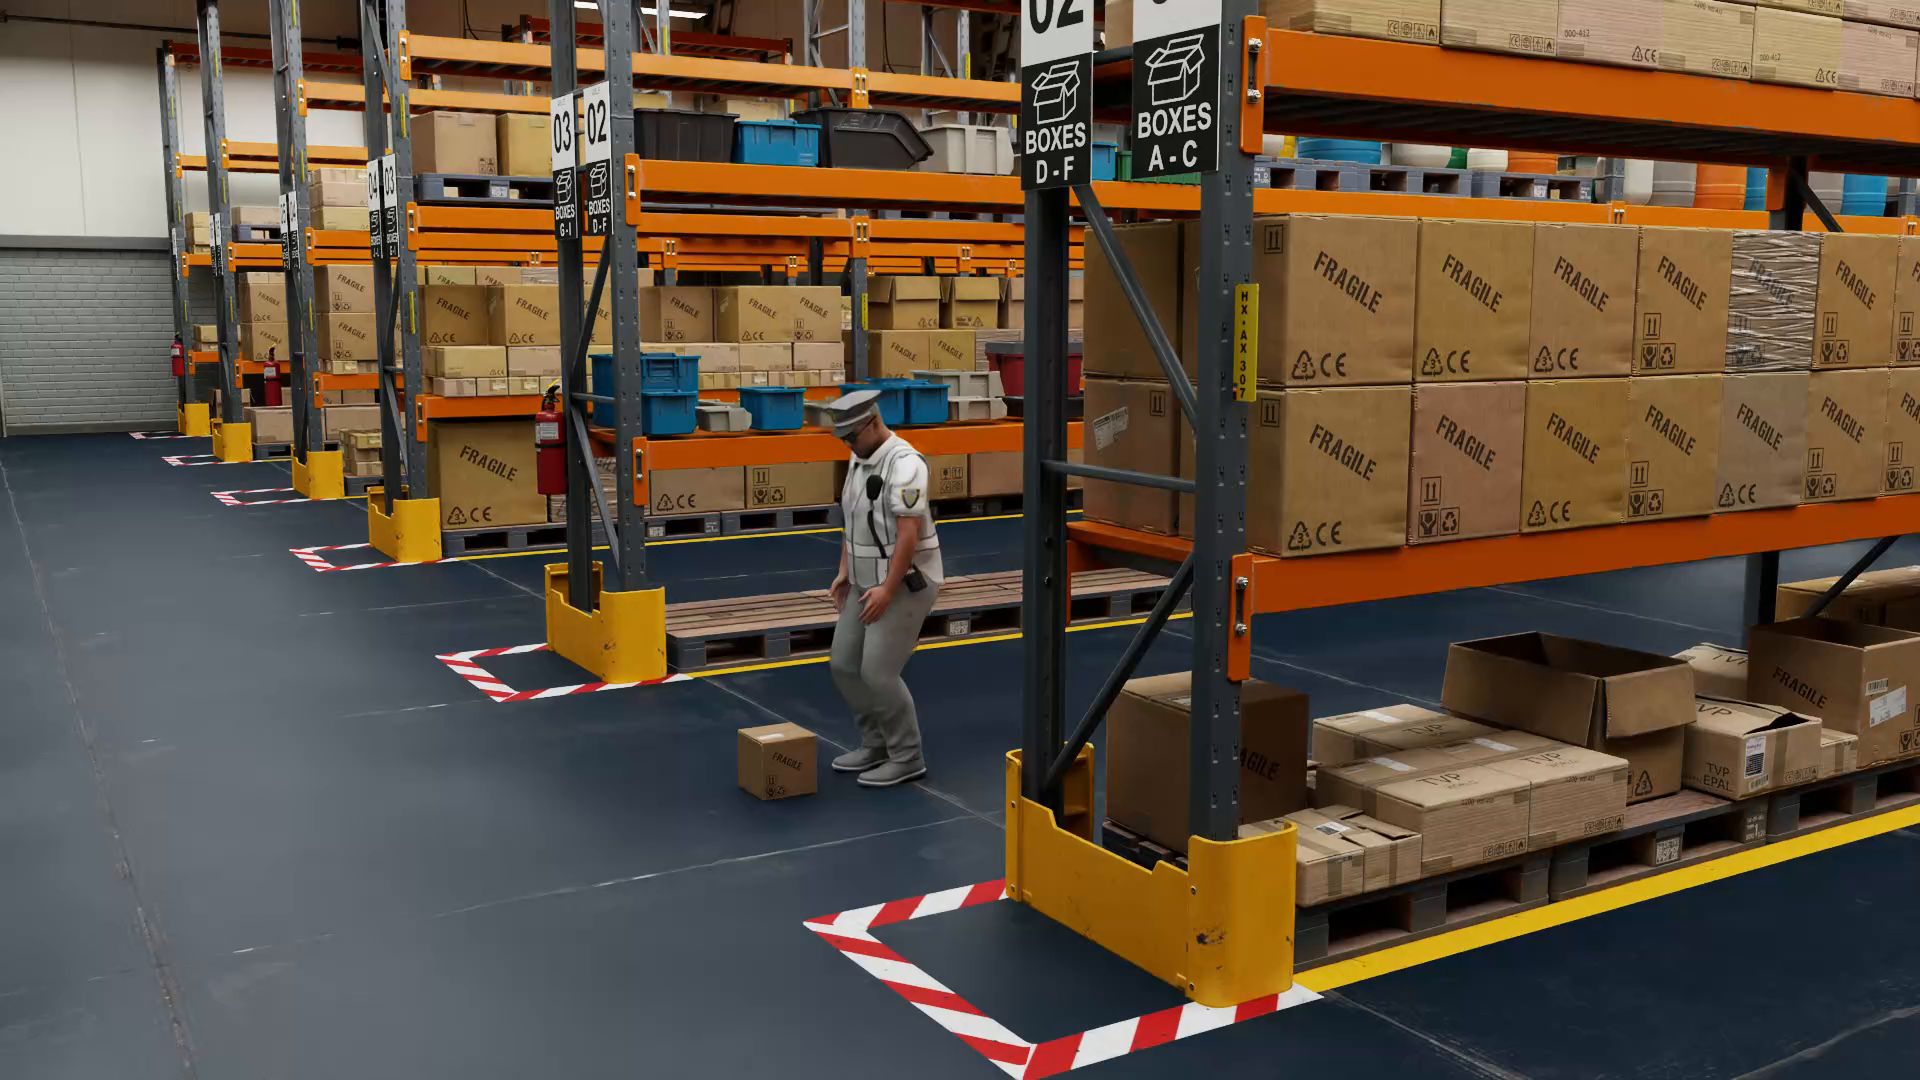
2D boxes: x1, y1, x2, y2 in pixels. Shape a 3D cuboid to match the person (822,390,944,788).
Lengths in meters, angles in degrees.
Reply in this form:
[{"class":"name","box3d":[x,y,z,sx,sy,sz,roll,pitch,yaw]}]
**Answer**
[{"class":"person","box3d":[-0.334,0.200,7.167,0.517,1.687,0.561,-5,9,-29]}]
